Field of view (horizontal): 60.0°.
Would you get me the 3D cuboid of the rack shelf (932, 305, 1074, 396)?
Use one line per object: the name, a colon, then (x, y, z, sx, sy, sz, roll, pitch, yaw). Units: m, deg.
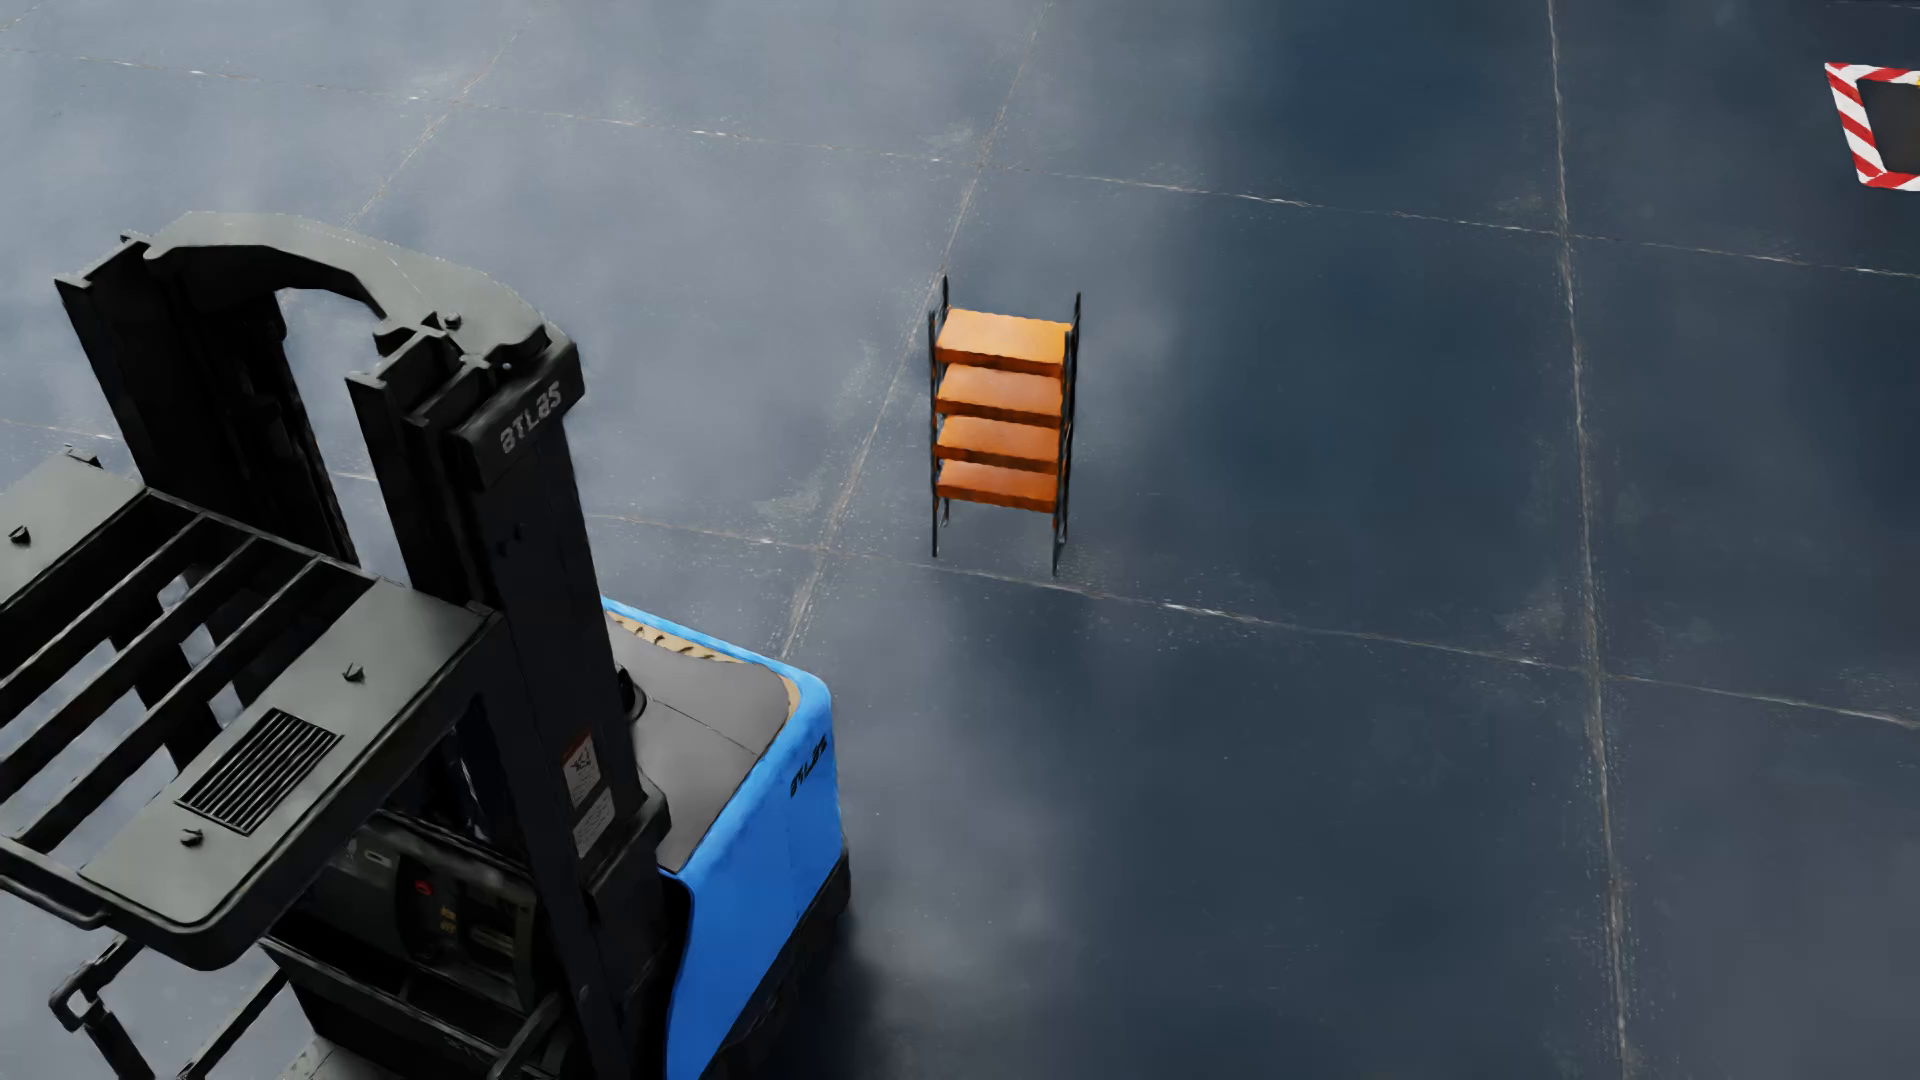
rack shelf: (0.162, -0.690, 6.035, 0.480, 0.148, 0.258, 9, 45, 9)

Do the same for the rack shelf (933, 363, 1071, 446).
rack shelf: (0.162, -0.520, 6.199, 0.480, 0.148, 0.258, 9, 45, 9)

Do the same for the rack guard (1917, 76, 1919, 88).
rack guard: (5.492, -2.399, 8.881, 0.348, 0.500, 1.175, 9, 45, 9)

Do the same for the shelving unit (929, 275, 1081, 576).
shelving unit: (0.162, -0.407, 6.308, 0.503, 1.200, 0.258, 9, 45, 9)

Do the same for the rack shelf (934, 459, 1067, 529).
rack shelf: (0.162, -0.216, 6.492, 0.480, 0.148, 0.258, 9, 45, 9)

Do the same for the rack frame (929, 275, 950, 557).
rack frame: (-0.077, -0.444, 6.346, 0.015, 1.200, 0.240, 9, 45, 9)

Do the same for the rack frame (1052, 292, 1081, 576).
rack frame: (0.400, -0.370, 6.269, 0.015, 1.200, 0.240, 9, 45, 9)

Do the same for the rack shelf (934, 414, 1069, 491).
rack shelf: (0.162, -0.359, 6.355, 0.480, 0.148, 0.258, 9, 45, 9)

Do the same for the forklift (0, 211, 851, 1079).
forklift: (-1.449, 0.901, 3.701, 1.130, 2.935, 3.031, 18, 47, 18)
